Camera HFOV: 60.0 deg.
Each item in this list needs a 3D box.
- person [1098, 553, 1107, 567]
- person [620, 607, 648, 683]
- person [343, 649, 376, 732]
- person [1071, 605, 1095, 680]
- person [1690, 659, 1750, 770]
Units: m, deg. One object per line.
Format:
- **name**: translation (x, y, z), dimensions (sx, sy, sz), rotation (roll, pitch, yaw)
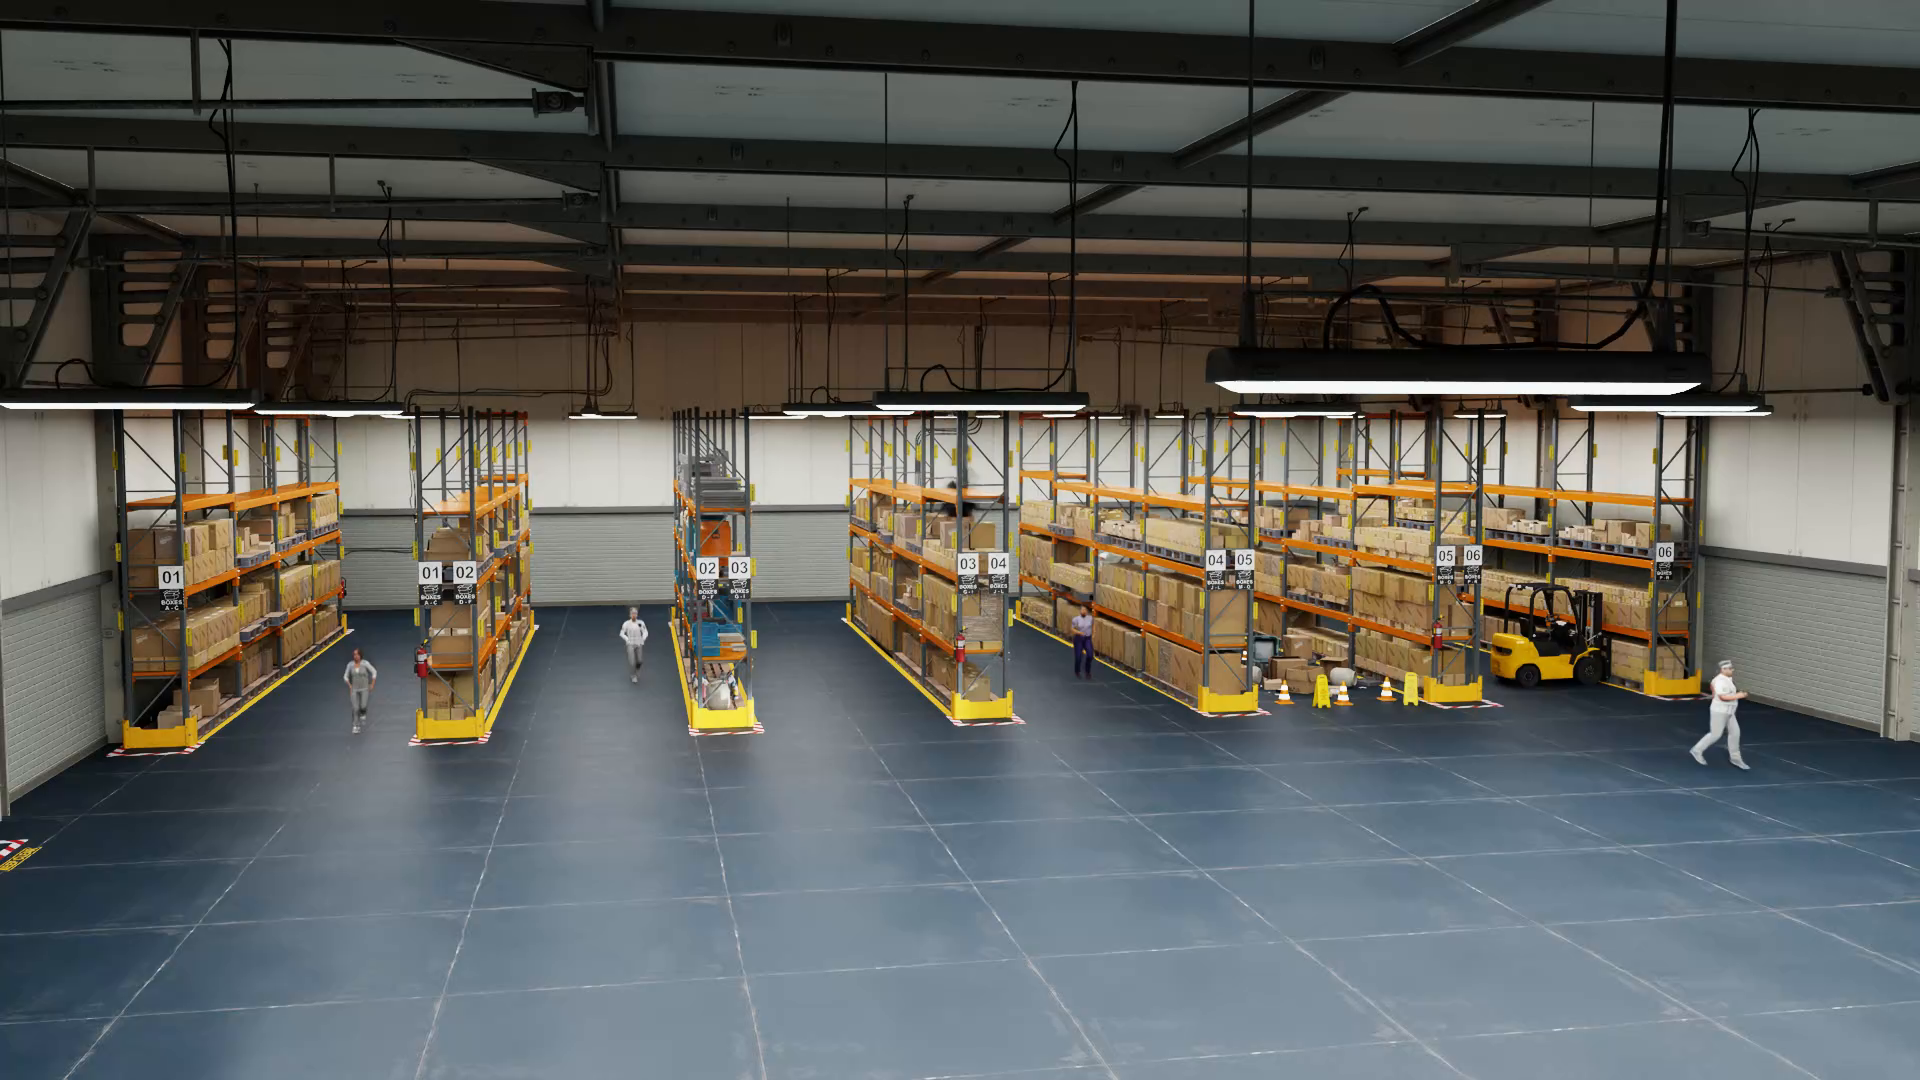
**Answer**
- **person**: translation (4.359, 1.272, 50.445), dimensions (0.784, 1.770, 0.657), rotation (0, 4, -1)
- **person**: translation (-7.147, 2.301, 36.509), dimensions (0.611, 1.649, 0.548), rotation (-1, 4, -17)
- **person**: translation (-11.045, 2.773, 30.603), dimensions (0.566, 1.561, 0.577), rotation (-1, 4, -13)
- **person**: translation (2.747, 2.289, 36.896), dimensions (0.619, 1.680, 0.691), rotation (-1, 4, -12)
- **person**: translation (12.584, 2.865, 27.487), dimensions (0.908, 1.815, 0.681), rotation (3, 5, 37)
